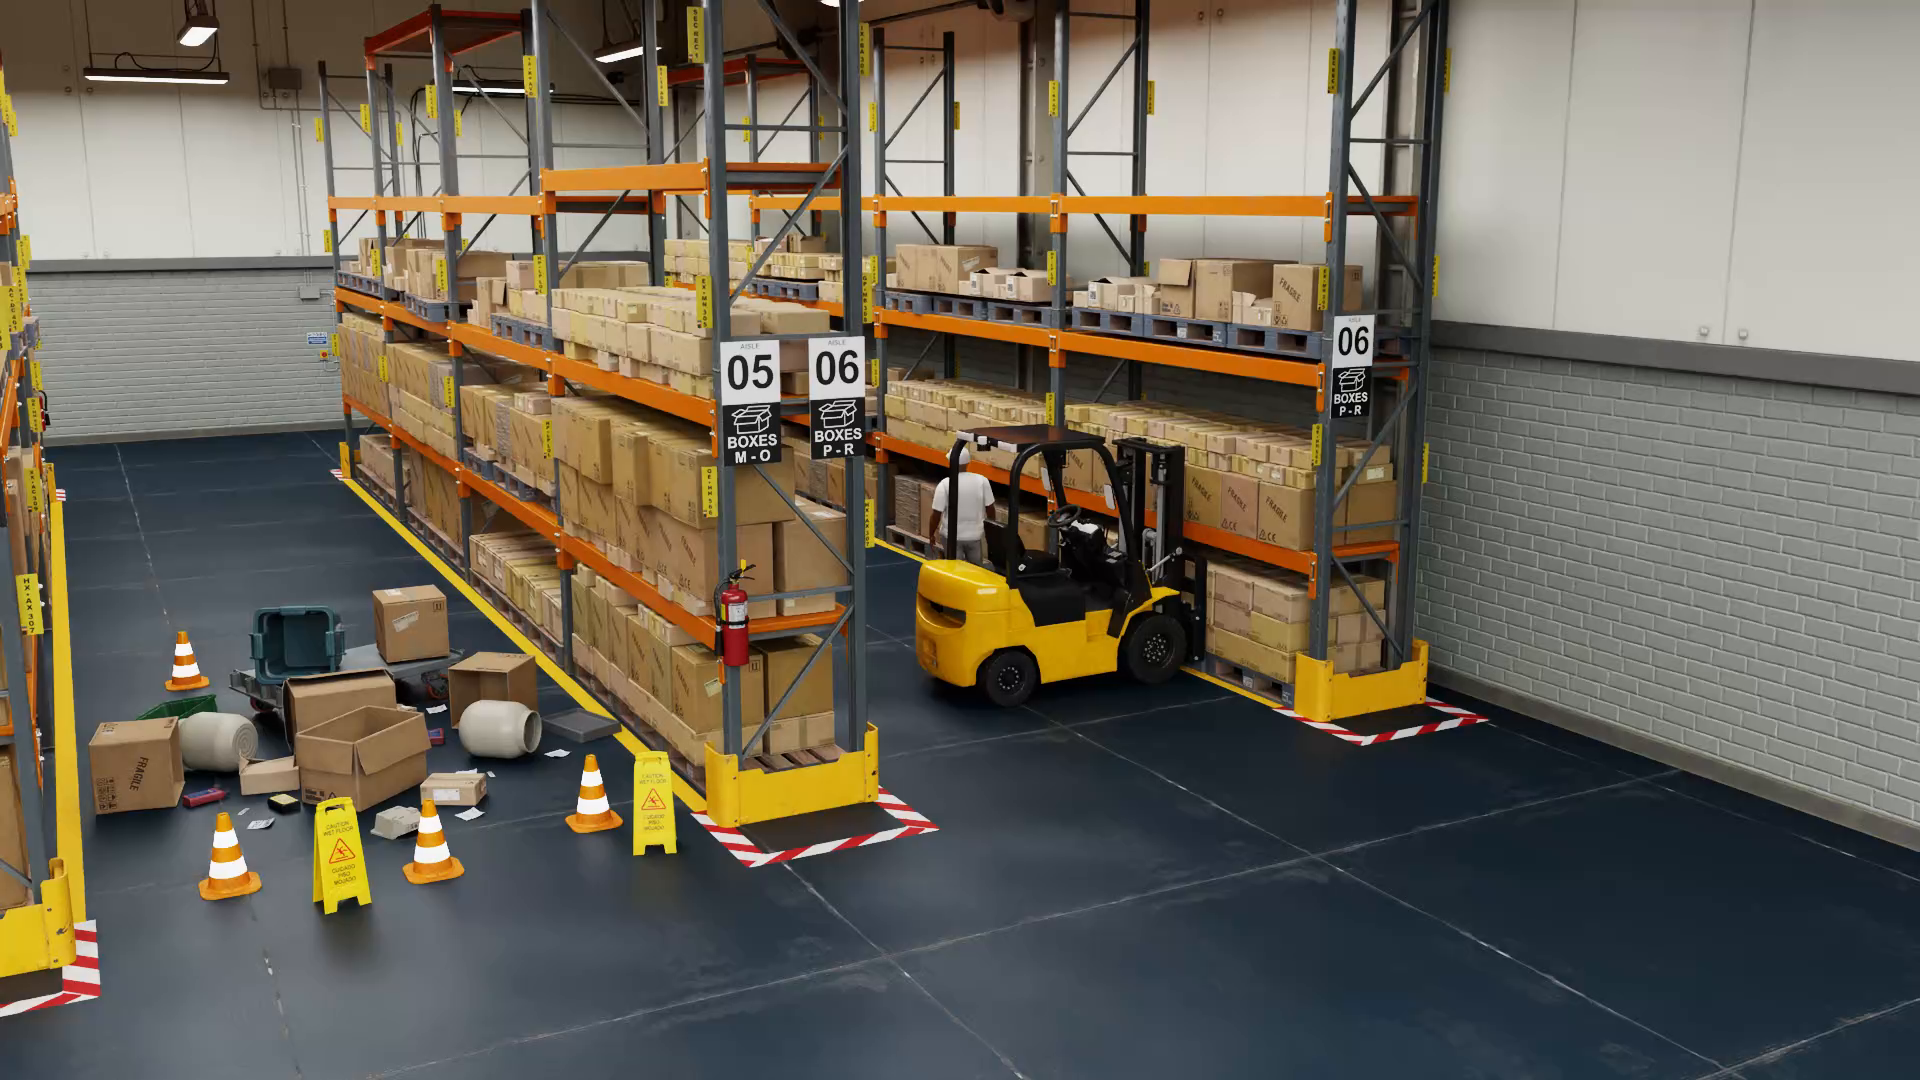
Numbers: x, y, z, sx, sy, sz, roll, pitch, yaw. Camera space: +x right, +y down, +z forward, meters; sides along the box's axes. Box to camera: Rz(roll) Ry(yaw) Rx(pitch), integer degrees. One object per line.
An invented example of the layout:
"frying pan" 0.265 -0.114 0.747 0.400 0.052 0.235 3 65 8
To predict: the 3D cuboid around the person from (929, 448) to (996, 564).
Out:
"person" 0.004 -0.063 16.151 0.665 1.768 0.574 -3 12 -15
